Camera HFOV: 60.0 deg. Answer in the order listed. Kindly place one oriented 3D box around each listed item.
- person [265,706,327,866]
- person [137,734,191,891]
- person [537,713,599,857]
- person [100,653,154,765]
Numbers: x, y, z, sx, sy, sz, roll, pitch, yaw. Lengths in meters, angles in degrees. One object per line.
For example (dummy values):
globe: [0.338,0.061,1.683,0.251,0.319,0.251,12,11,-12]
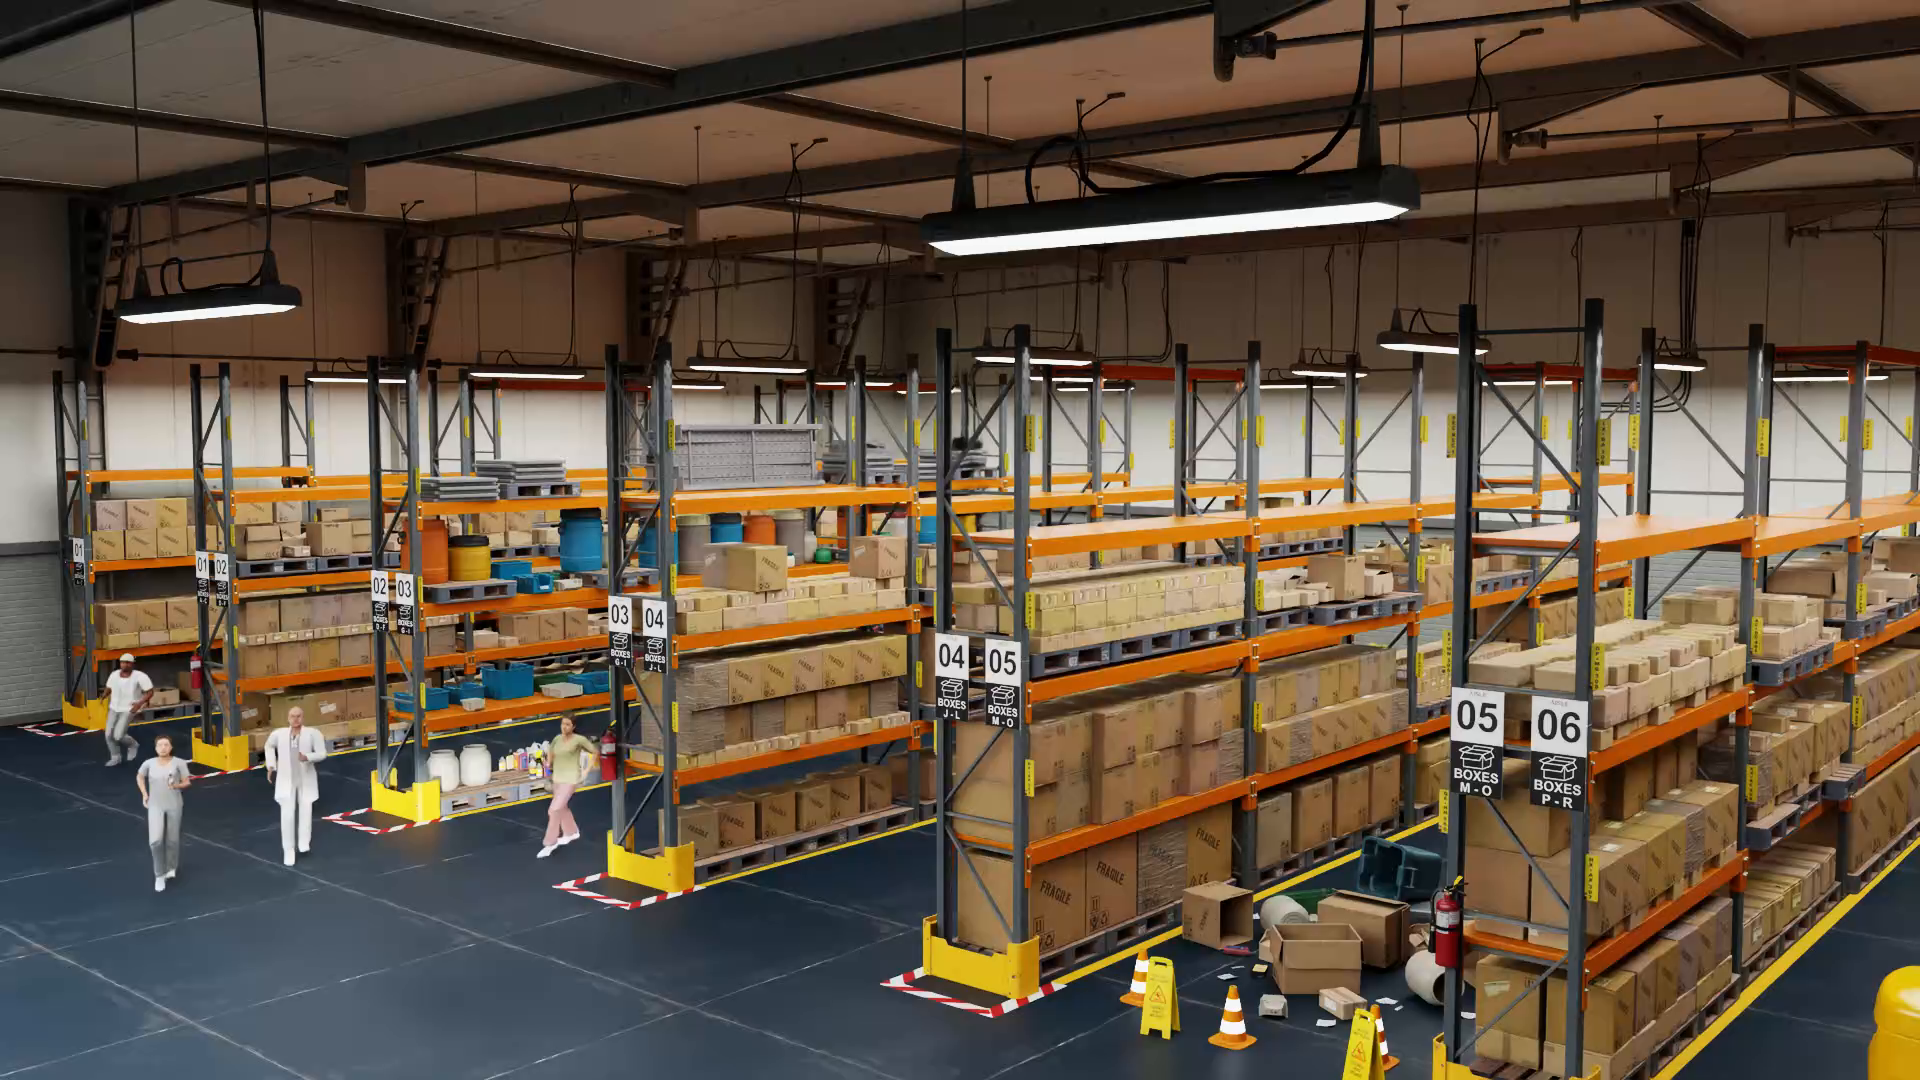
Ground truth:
person: [-7.788,2.874,19.521,0.668,1.847,0.824,-2,4,-23]
person: [-8.809,3.006,18.416,0.545,1.710,0.682,-2,5,-25]
person: [-4.685,2.909,19.837,0.627,1.703,0.700,2,5,30]
person: [-12.491,2.529,24.858,0.701,1.687,0.554,1,4,9]
